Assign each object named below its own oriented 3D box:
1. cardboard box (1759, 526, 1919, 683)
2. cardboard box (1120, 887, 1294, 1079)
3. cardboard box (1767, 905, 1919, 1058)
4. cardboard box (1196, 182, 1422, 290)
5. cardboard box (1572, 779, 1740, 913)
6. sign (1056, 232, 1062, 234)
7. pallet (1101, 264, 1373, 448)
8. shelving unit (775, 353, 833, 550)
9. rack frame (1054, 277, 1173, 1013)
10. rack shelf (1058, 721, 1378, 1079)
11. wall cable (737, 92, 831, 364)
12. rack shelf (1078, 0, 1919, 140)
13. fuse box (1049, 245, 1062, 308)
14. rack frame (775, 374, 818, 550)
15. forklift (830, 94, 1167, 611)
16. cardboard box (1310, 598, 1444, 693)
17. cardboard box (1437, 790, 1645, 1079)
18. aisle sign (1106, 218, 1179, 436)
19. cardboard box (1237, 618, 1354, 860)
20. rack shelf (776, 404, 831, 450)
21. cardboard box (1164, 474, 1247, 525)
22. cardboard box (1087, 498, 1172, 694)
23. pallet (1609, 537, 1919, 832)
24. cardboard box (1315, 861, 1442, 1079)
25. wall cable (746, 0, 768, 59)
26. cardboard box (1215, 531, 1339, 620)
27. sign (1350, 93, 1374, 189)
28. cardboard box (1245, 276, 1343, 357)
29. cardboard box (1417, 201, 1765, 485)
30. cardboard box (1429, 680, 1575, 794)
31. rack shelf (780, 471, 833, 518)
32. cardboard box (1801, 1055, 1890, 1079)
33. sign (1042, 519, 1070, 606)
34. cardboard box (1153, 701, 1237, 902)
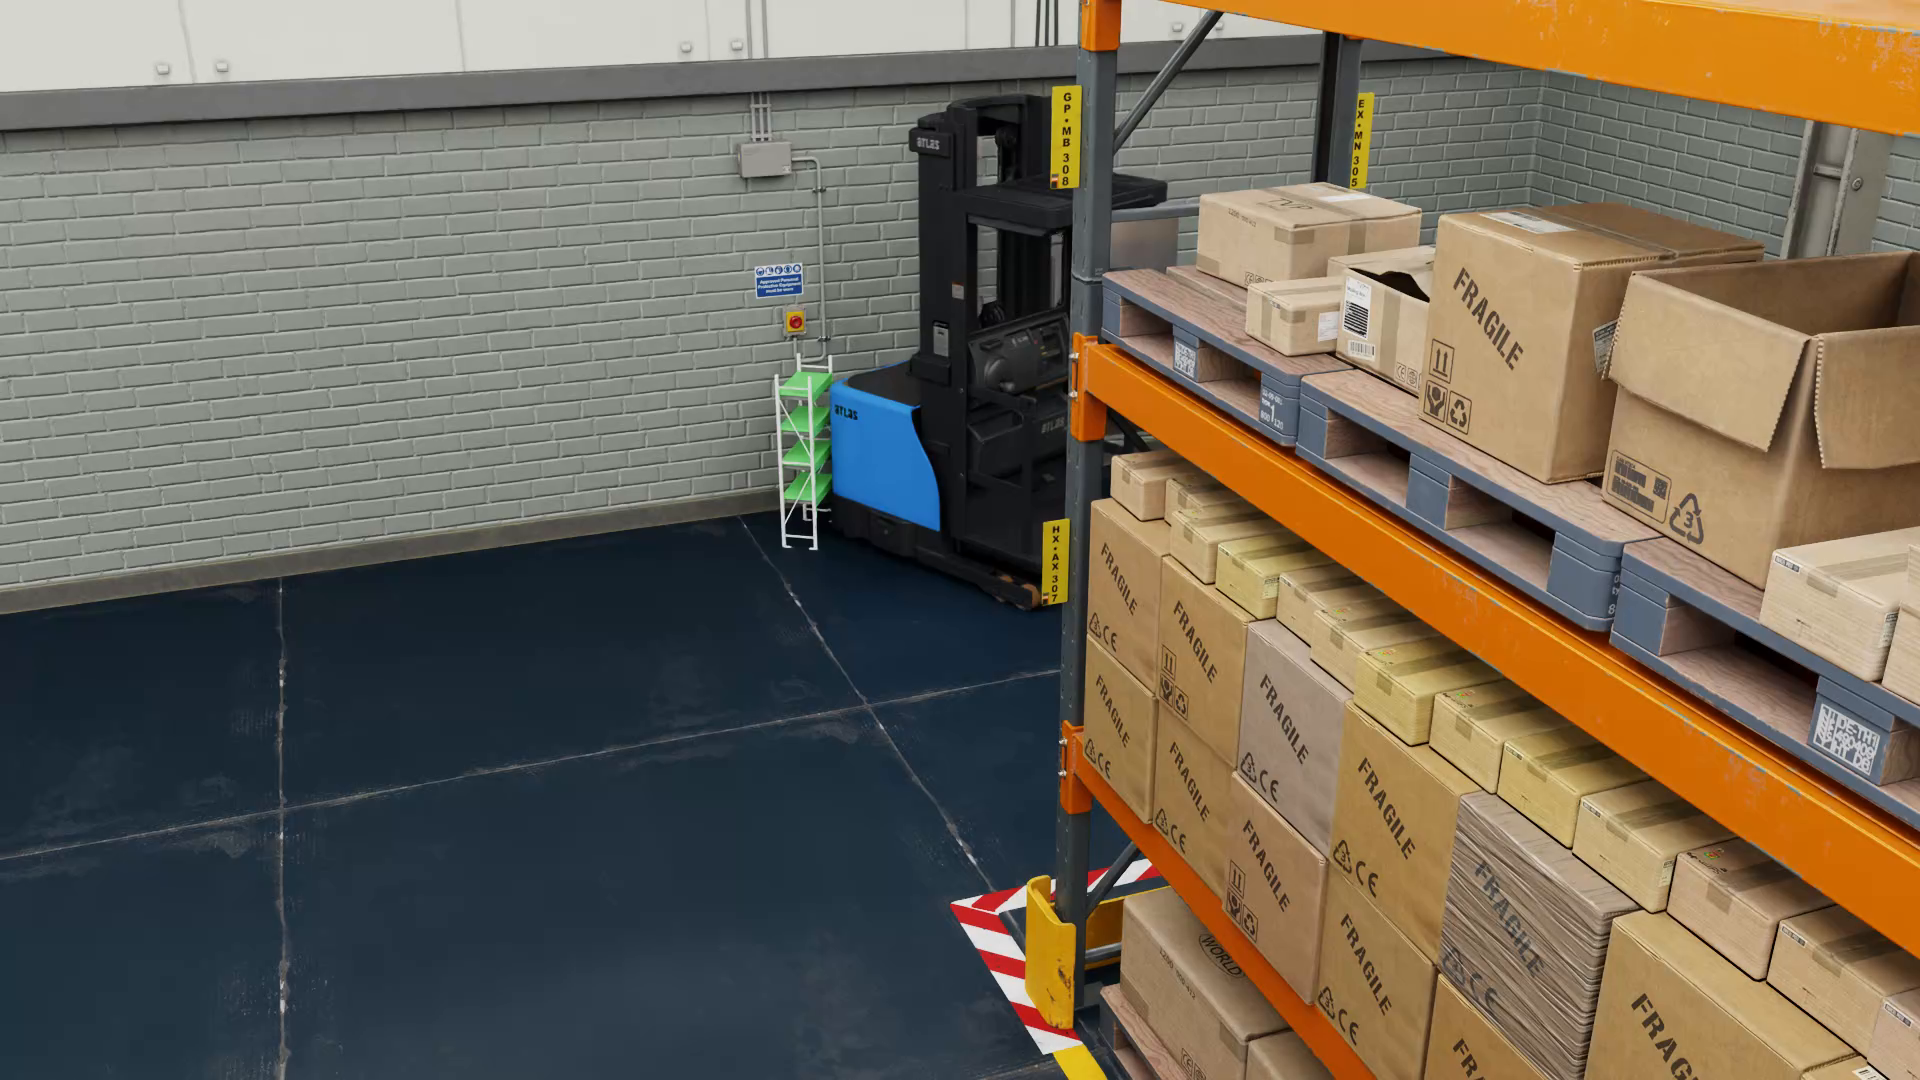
[{"bbox_3d":[1.660,0.105,2.930,0.380,0.149,0.250,-8,24,-18],"label":"cardboard box"},{"bbox_3d":[1.192,1.655,6.219,0.875,0.438,0.875,-9,25,-21],"label":"cardboard box"},{"bbox_3d":[1.801,0.819,3.194,0.380,0.149,0.250,-8,24,-19],"label":"cardboard box"},{"bbox_3d":[1.108,-0.959,5.326,0.500,0.250,0.500,-11,25,-24],"label":"cardboard box"},{"bbox_3d":[1.573,0.643,3.610,0.380,0.149,0.250,-9,24,-19],"label":"cardboard box"},{"bbox_3d":[0.743,-2.287,11.750,0.339,0.242,0.001,-8,24,-19],"label":"sign"},{"bbox_3d":[1.137,-0.631,5.137,1.003,0.211,1.213,-8,24,-19],"label":"pallet"},{"bbox_3d":[-1.021,-0.592,11.109,0.258,1.200,0.503,5,23,11],"label":"shelving unit"},{"bbox_3d":[0.865,0.442,6.339,1.000,3.000,0.127,-8,24,-19],"label":"rack frame"},{"bbox_3d":[1.572,1.500,4.754,1.077,0.370,4.000,-8,24,-19],"label":"rack shelf"},{"bbox_3d":[-1.149,-2.086,10.989,0.585,1.953,0.123,-8,24,-19],"label":"wall cable"},{"bbox_3d":[1.572,-1.080,3.667,1.077,0.370,4.000,-8,24,-19],"label":"rack shelf"},{"bbox_3d":[0.868,-1.245,12.001,0.539,1.711,0.414,-8,24,-19],"label":"fuse box"},{"bbox_3d":[-1.071,-0.499,10.889,0.240,1.200,0.015,5,23,11],"label":"rack frame"},{"bbox_3d":[0.545,-1.142,10.187,3.031,2.935,1.130,20,30,39],"label":"forklift"},{"bbox_3d":[1.176,0.277,4.480,0.380,0.149,0.250,-8,24,-19],"label":"cardboard box"},{"bbox_3d":[1.493,0.886,3.870,0.500,0.500,0.500,-8,24,-18],"label":"cardboard box"},{"bbox_3d":[0.568,-0.742,5.802,0.394,0.787,0.004,-8,24,-19],"label":"aisle sign"},{"bbox_3d":[1.146,0.522,4.734,0.500,0.500,0.500,-9,24,-19],"label":"cardboard box"},{"bbox_3d":[-1.021,-0.754,11.041,0.258,0.148,0.480,5,23,11],"label":"rack shelf"},{"bbox_3d":[0.891,-0.111,5.400,0.380,0.149,0.250,-8,24,-18],"label":"cardboard box"},{"bbox_3d":[0.768,0.149,5.619,0.500,0.500,0.500,-9,24,-20],"label":"cardboard box"},{"bbox_3d":[1.999,0.255,3.034,1.003,0.211,1.213,-8,24,-19],"label":"pallet"},{"bbox_3d":[1.326,1.157,4.514,0.500,0.500,0.500,-8,24,-17],"label":"cardboard box"},{"bbox_3d":[-1.408,-4.351,9.986,0.463,3.000,0.029,-8,24,-19],"label":"wall cable"},{"bbox_3d":[0.985,0.092,4.918,0.380,0.149,0.250,-9,25,-21],"label":"cardboard box"},{"bbox_3d":[1.378,-1.381,5.764,0.100,0.325,0.005,-8,24,-19],"label":"sign"},{"bbox_3d":[1.034,-0.637,4.691,0.380,0.149,0.250,-7,24,-17],"label":"cardboard box"},{"bbox_3d":[1.437,-0.473,3.849,0.500,0.500,0.500,-8,24,-18],"label":"cardboard box"},{"bbox_3d":[1.378,0.461,4.043,0.380,0.149,0.250,-8,24,-19],"label":"cardboard box"},{"bbox_3d":[-1.021,-0.312,11.227,0.258,0.148,0.480,5,23,11],"label":"rack shelf"},{"bbox_3d":[1.853,1.255,2.994,0.500,0.500,0.500,-9,24,-19],"label":"cardboard box"},{"bbox_3d":[0.344,0.081,5.980,0.100,0.325,0.005,-8,24,-19],"label":"sign"},{"bbox_3d":[0.971,0.790,5.385,0.500,0.500,0.500,-9,24,-20],"label":"cardboard box"}]
